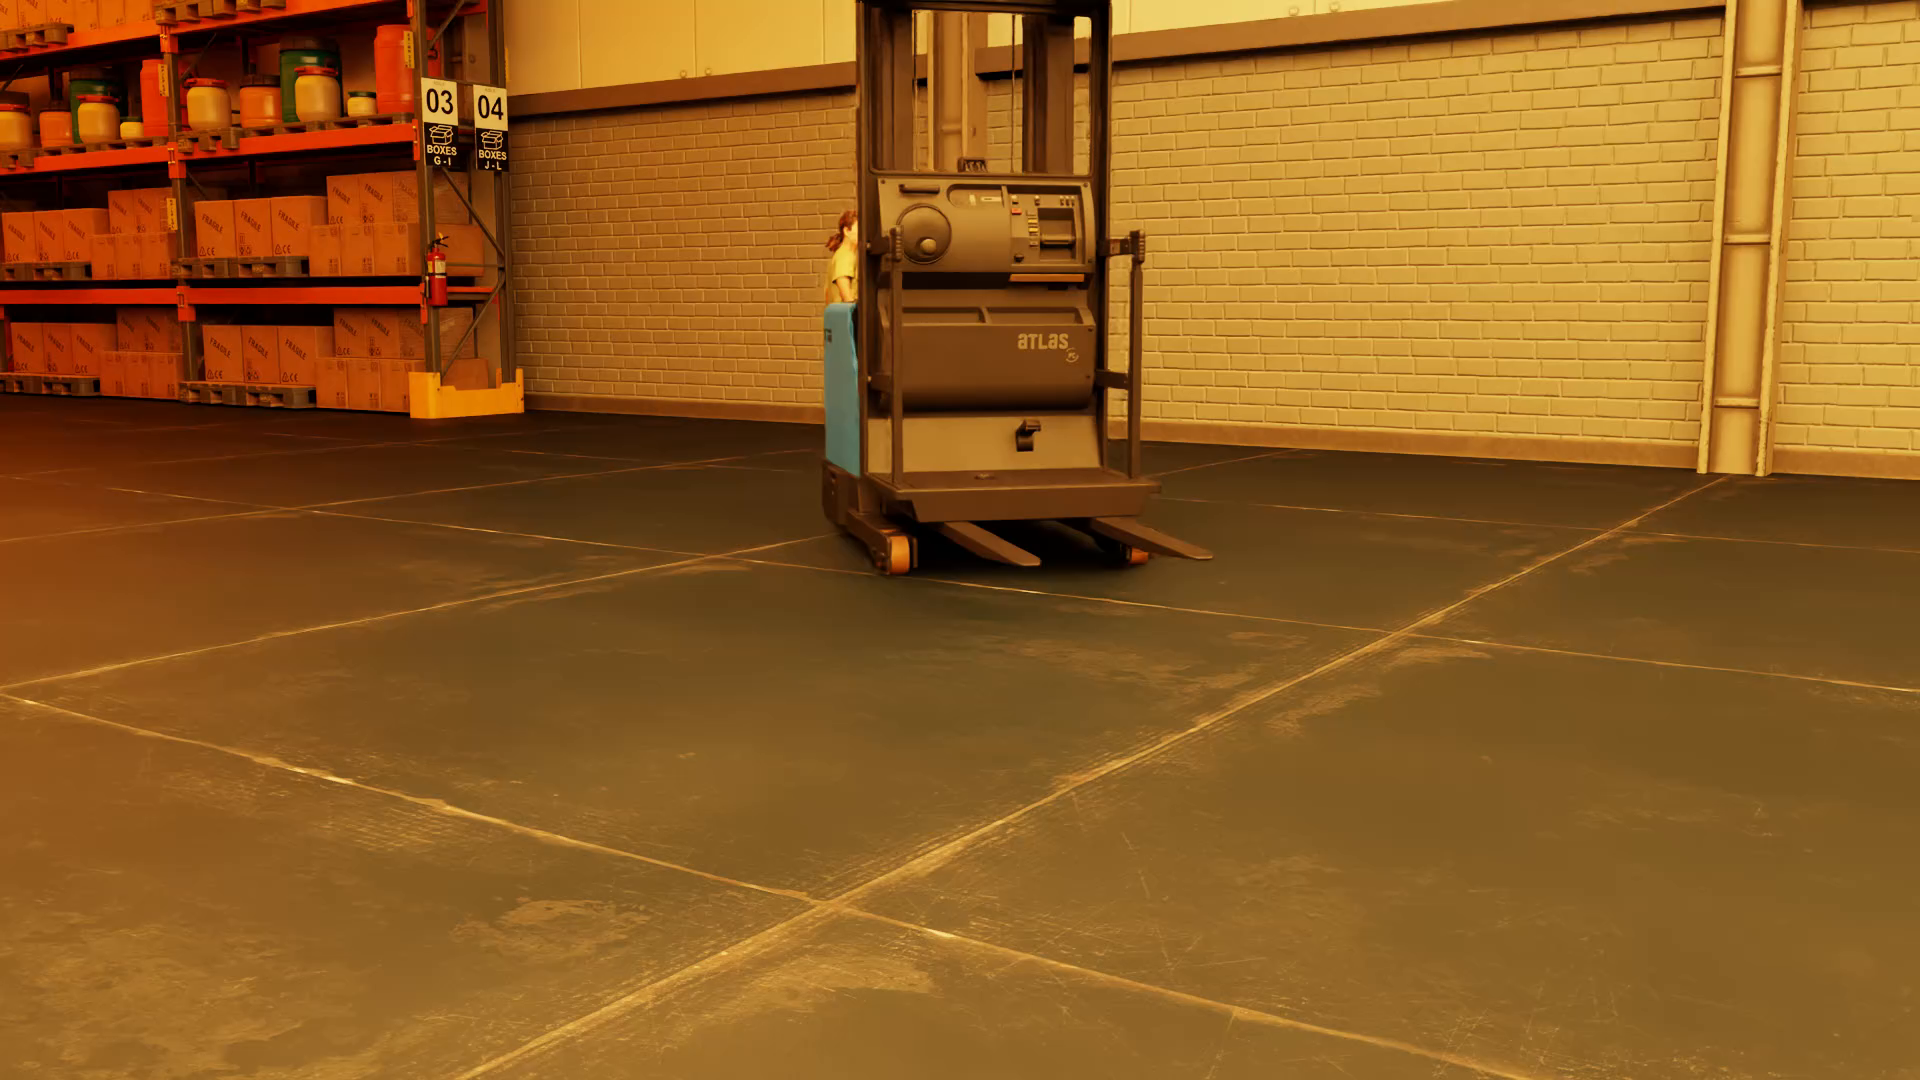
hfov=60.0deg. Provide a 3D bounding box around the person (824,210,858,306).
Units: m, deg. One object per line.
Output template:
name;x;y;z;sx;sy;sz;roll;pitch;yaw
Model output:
person;-0.622;-1.265;10.614;0.494;1.658;0.660;-3;9;-21

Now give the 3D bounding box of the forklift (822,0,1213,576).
forklift;0.167;-1.366;6.802;1.130;2.935;3.031;-2;8;-14
